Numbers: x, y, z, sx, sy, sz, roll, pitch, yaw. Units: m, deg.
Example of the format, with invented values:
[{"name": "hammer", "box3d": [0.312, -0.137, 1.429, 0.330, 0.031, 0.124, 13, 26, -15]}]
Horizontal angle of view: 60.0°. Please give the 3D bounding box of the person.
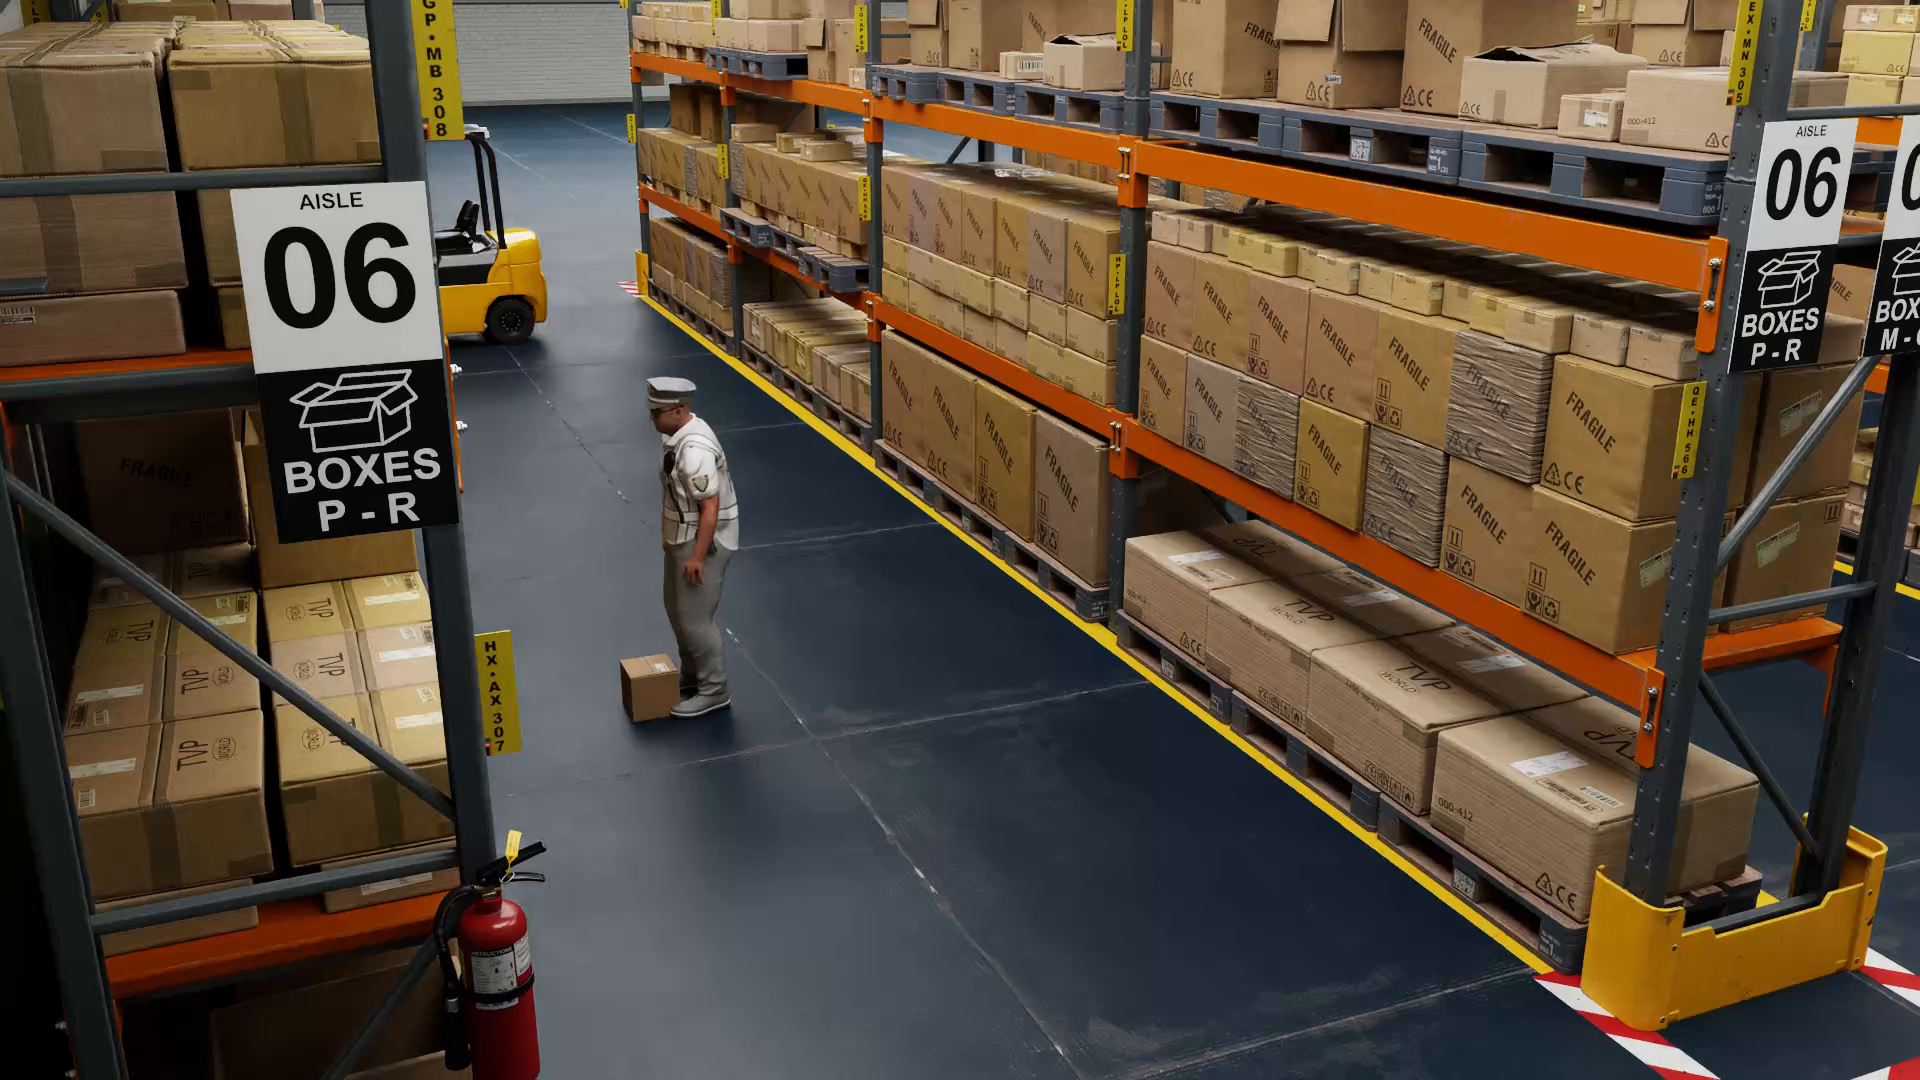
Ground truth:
[{"name": "person", "box3d": [-1.362, 0.016, 8.501, 0.436, 1.748, 0.587, -8, 20, -22]}]
